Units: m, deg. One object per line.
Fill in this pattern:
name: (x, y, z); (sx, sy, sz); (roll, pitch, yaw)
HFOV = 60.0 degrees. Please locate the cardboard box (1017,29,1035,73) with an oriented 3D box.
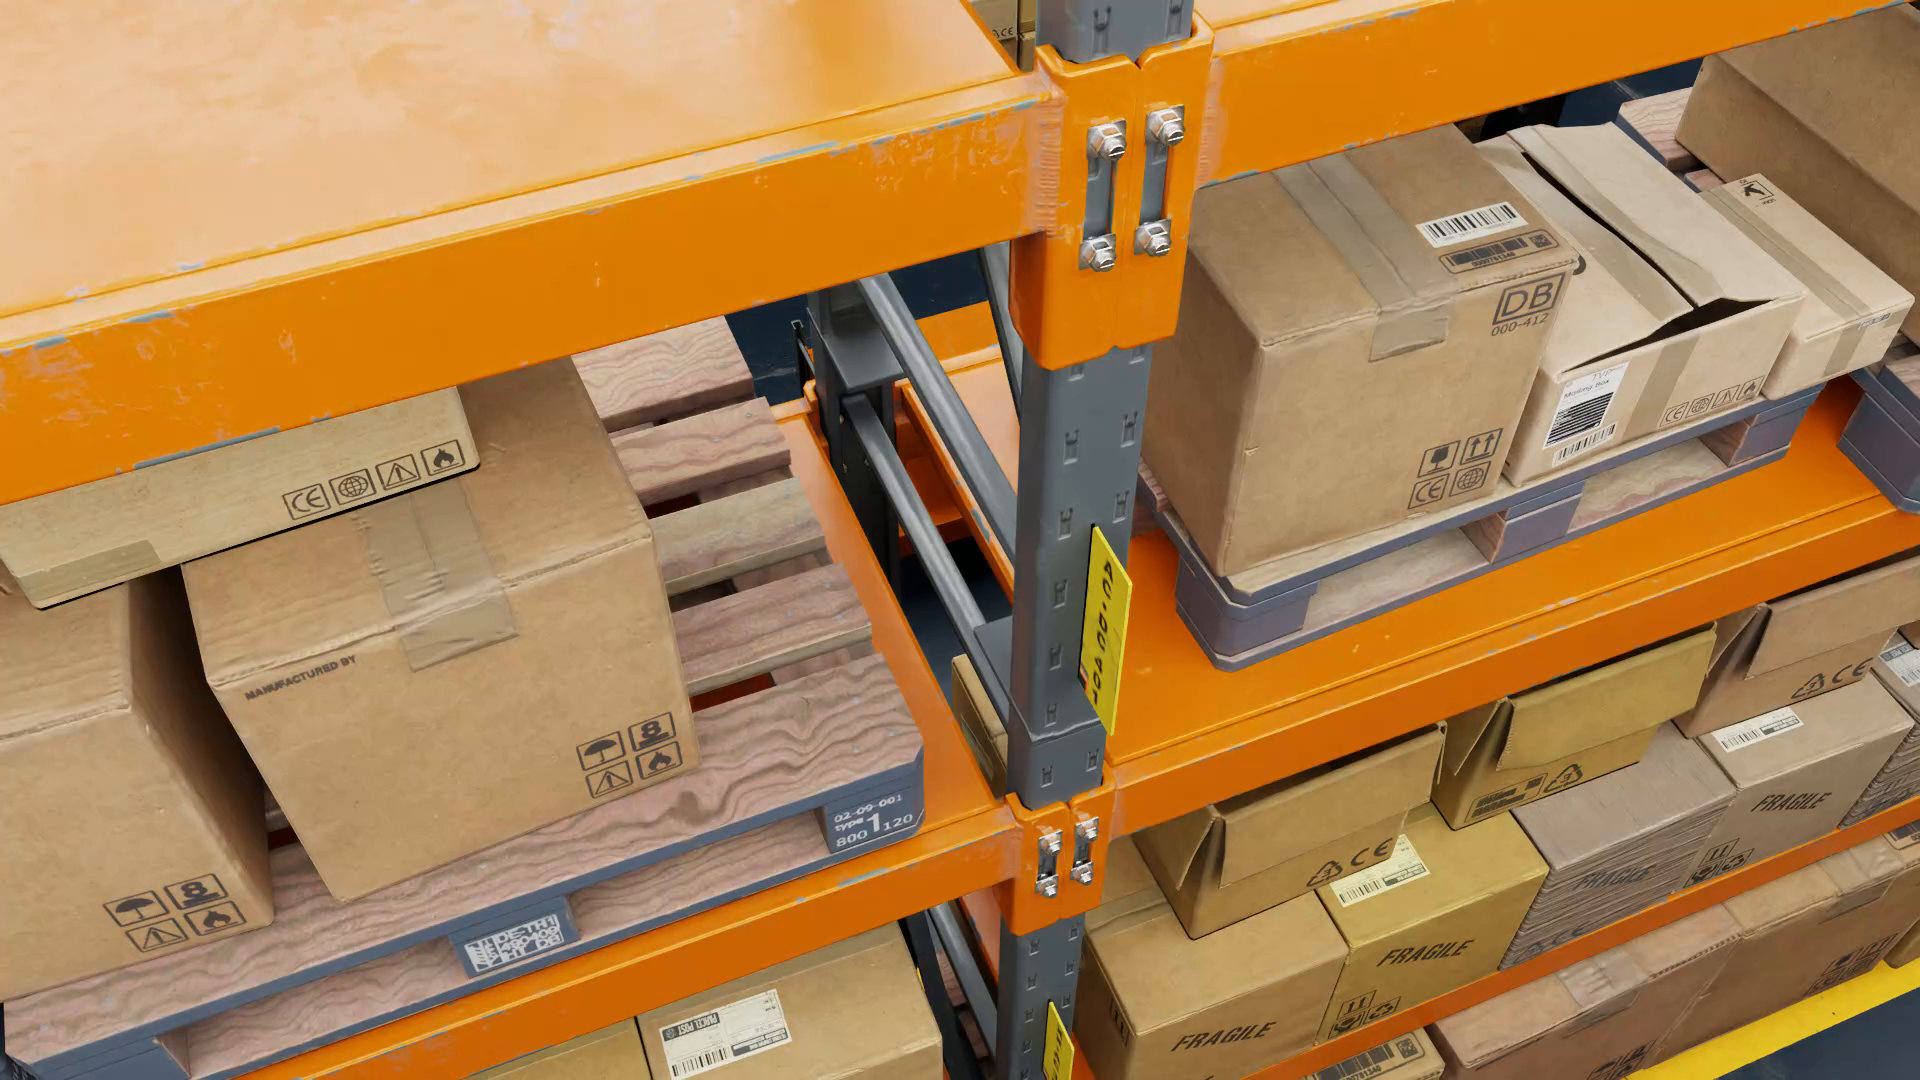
cardboard box: (0.419, -2.395, 8.041); (0.500, 0.500, 0.500); (-19, 52, -16)

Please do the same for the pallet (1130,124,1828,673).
pallet: (0.804, -0.307, 3.026); (1.217, 0.209, 0.805); (-19, 52, -16)

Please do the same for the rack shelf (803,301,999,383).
rack shelf: (-0.006, -0.555, 5.940); (1.000, 0.278, 0.538); (-17, 52, -14)

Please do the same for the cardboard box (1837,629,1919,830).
cardboard box: (2.370, 0.331, 4.263); (0.500, 0.500, 0.500); (-19, 52, -15)

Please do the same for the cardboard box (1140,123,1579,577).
cardboard box: (0.507, -0.415, 2.650); (0.500, 0.500, 0.700); (-16, 51, -13)

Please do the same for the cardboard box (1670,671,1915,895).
cardboard box: (1.899, 0.476, 4.139); (0.500, 0.500, 0.500); (-16, 51, -14)

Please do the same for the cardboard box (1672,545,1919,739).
cardboard box: (1.771, -0.021, 3.905); (0.637, 0.503, 0.797); (-16, 51, -13)

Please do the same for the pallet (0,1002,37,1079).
pallet: (-1.915, 0.531, 2.238); (1.213, 0.211, 1.003); (-17, 52, -14)

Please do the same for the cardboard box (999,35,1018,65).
cardboard box: (-0.055, -2.268, 7.932); (0.500, 0.500, 0.500); (-16, 51, -14)

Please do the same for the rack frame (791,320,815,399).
rack frame: (-0.477, -0.219, 6.037); (0.032, 1.125, 0.500); (-17, 52, -14)

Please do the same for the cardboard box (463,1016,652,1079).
cardboard box: (-0.816, 1.073, 3.100); (0.500, 0.500, 0.500); (-17, 51, -14)

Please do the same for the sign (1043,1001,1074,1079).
sign: (0.185, 0.987, 3.143); (0.005, 0.325, 0.100); (-17, 52, -14)

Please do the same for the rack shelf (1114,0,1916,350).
rack shelf: (1.825, -1.258, 2.477); (4.000, 0.370, 1.077); (-17, 52, -14)

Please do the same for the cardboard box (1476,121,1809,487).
cardboard box: (1.023, -0.431, 2.789); (0.500, 0.311, 0.500); (-19, 52, -15)

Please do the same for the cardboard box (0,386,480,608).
cardboard box: (-0.900, -0.253, 1.951); (0.500, 0.250, 0.500); (-20, 52, -17)

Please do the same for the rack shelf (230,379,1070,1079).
rack shelf: (-1.878, 0.736, 2.478); (4.000, 0.370, 1.077); (-17, 52, -14)

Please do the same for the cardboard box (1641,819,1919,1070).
cardboard box: (2.202, 0.747, 5.096); (0.875, 0.875, 1.225); (-17, 51, -14)

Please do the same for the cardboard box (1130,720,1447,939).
cardboard box: (0.562, 0.357, 3.580); (0.637, 0.503, 0.797); (-18, 52, -15)

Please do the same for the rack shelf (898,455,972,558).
rack shelf: (-0.006, -0.205, 6.348); (1.000, 0.278, 0.538); (-17, 52, -14)

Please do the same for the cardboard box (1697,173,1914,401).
cardboard box: (1.409, -0.449, 2.910); (0.250, 0.149, 0.380); (-19, 52, -16)

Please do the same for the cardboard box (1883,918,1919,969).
cardboard box: (3.030, 0.497, 5.311); (0.875, 0.875, 1.225); (-19, 52, -16)

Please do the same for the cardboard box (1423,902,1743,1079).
cardboard box: (1.385, 1.006, 4.873); (0.875, 0.875, 1.225); (-19, 52, -15)

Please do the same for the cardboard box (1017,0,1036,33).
cardboard box: (0.421, -2.654, 7.769); (0.500, 0.250, 0.500); (-16, 51, -13)

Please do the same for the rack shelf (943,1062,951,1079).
rack shelf: (-1.878, 1.713, 3.616); (4.000, 0.370, 1.077); (-17, 52, -14)

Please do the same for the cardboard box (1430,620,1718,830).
cardboard box: (1.202, 0.168, 3.742); (0.637, 0.503, 0.797); (-17, 51, -14)

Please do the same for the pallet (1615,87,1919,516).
pallet: (2.066, -0.613, 3.287); (1.213, 0.211, 1.003); (-15, 51, -13)

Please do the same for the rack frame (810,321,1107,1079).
rack frame: (-0.026, 0.905, 3.836); (0.127, 3.000, 1.000); (-17, 52, -14)

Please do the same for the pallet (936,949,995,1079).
pallet: (0.659, 1.540, 5.129); (1.213, 0.211, 1.003); (-17, 52, -14)

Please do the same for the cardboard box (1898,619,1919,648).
cardboard box: (2.389, -0.218, 4.074); (0.637, 0.503, 0.797); (-16, 51, -13)

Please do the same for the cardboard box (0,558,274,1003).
cardboard box: (-1.228, 0.144, 2.104); (0.500, 0.500, 0.700); (-15, 51, -12)

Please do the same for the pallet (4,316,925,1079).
pallet: (-0.788, 0.184, 2.537); (1.213, 0.211, 1.003); (-17, 52, -14)

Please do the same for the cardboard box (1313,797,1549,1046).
cardboard box: (0.959, 0.772, 3.885); (0.500, 0.500, 0.500); (-17, 51, -14)

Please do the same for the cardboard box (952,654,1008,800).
cardboard box: (0.303, 0.547, 4.078); (0.500, 0.500, 0.500); (-17, 51, -14)

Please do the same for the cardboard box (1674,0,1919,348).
cardboard box: (1.793, -0.789, 2.969); (0.637, 0.503, 0.797); (-18, 52, -15)

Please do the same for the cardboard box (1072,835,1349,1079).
cardboard box: (0.494, 0.916, 3.761); (0.500, 0.500, 0.500); (-17, 51, -14)

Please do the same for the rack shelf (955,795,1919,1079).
rack shelf: (1.825, 0.566, 4.602); (4.000, 0.370, 1.077); (-17, 52, -14)

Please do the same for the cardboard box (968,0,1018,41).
cardboard box: (-0.058, -2.498, 7.635); (0.500, 0.250, 0.500); (-15, 51, -13)

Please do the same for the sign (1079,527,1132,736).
sign: (0.185, 0.123, 2.138); (0.005, 0.325, 0.100); (-17, 52, -14)

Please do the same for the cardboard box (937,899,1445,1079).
cardboard box: (0.558, 1.263, 4.653); (0.875, 0.875, 1.225); (-17, 51, -14)

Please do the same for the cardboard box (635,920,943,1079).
cardboard box: (-0.351, 0.933, 3.221); (0.500, 0.500, 0.500); (-16, 51, -13)

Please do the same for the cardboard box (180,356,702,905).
cardboard box: (-0.728, -0.007, 2.234); (0.500, 0.500, 0.700); (-20, 52, -16)

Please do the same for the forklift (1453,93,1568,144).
forklift: (2.000, -1.799, 6.203); (3.031, 2.935, 1.130); (-21, 53, -17)

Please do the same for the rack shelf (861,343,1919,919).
rack shelf: (1.825, -0.411, 3.464); (4.000, 0.370, 1.077); (-17, 52, -14)

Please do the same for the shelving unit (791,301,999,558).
shelving unit: (-0.006, -0.365, 6.162); (1.048, 1.125, 0.538); (-17, 52, -14)

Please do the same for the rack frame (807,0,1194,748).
rack frame: (-0.026, -1.049, 1.560); (0.127, 3.000, 1.000); (-17, 52, -14)

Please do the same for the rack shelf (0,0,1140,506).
rack shelf: (-1.878, -0.111, 1.492); (4.000, 0.370, 1.077); (-17, 52, -14)

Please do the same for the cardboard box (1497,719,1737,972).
cardboard box: (1.422, 0.628, 4.008); (0.500, 0.500, 0.500); (-18, 52, -15)
